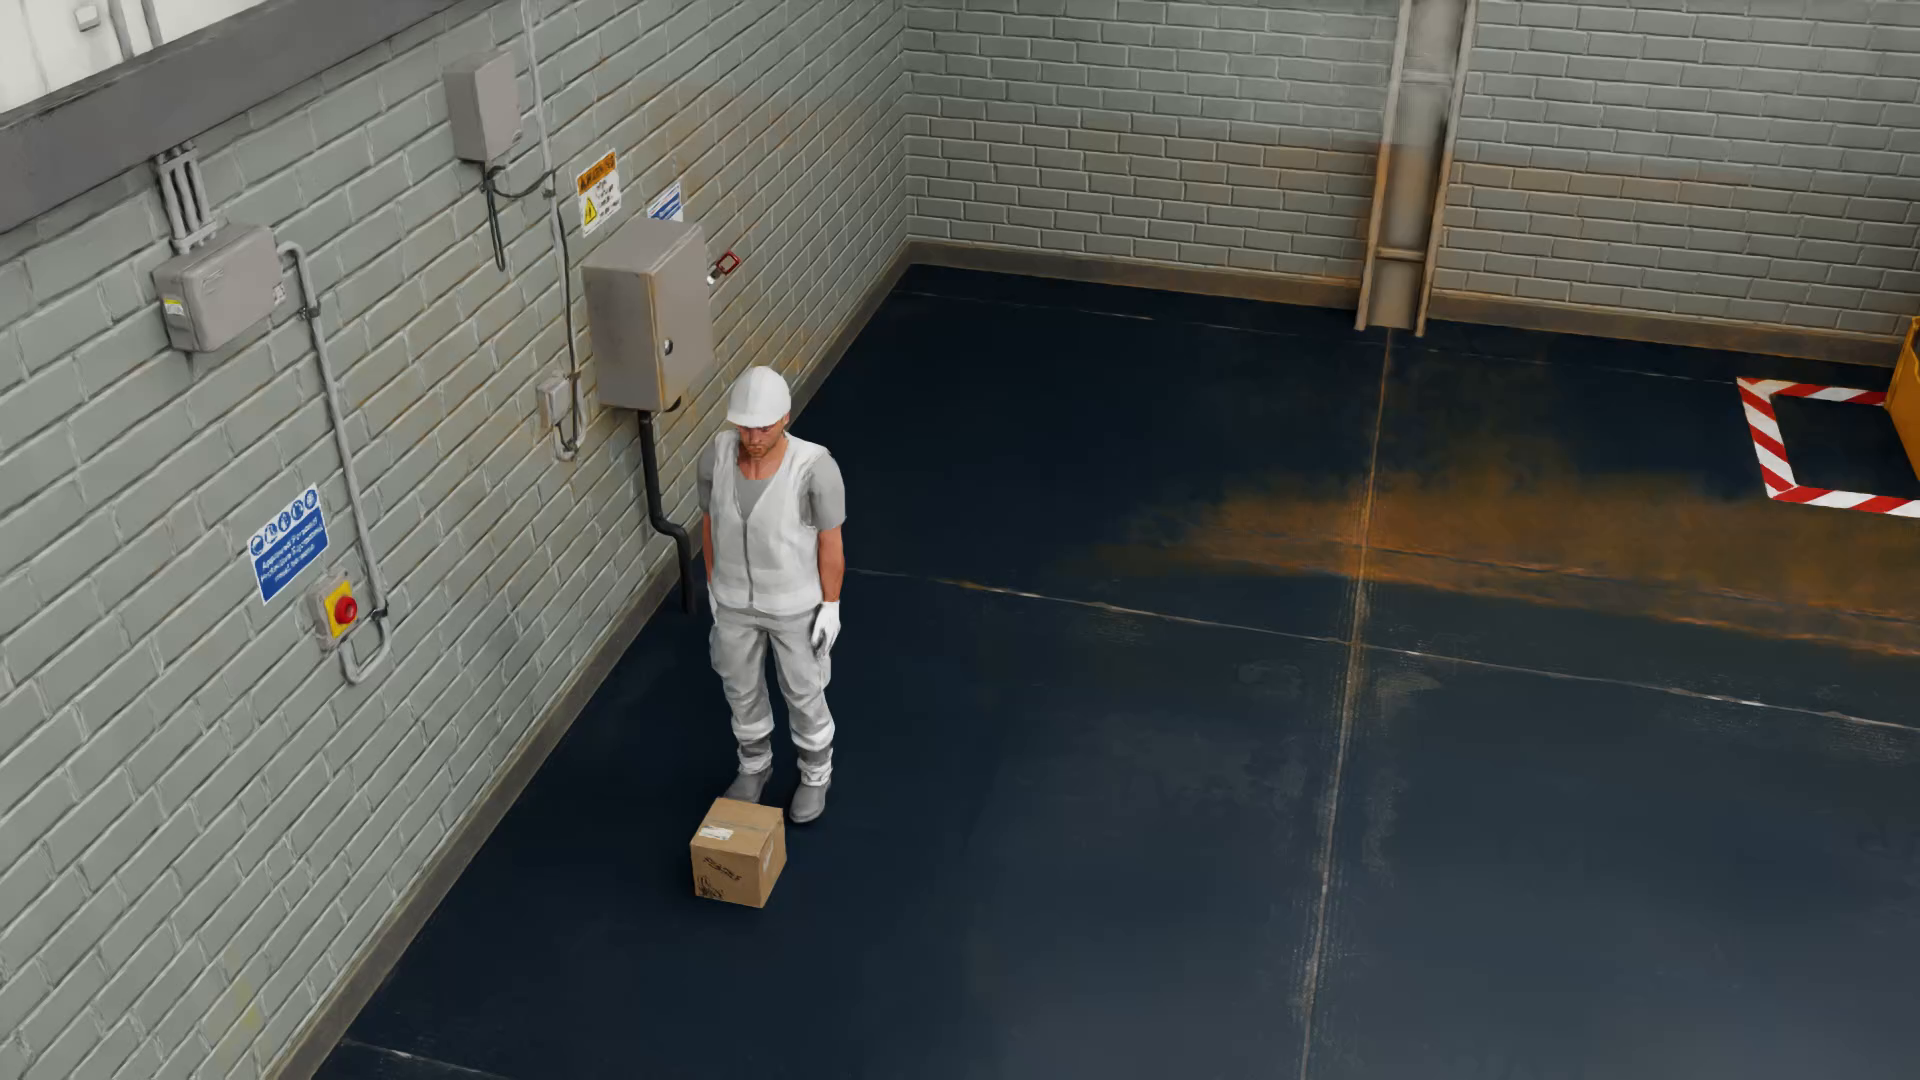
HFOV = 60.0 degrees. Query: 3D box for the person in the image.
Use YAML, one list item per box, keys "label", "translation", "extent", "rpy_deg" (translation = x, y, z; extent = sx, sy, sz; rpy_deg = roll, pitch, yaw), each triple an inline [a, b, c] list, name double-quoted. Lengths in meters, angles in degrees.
- label: "person"
  translation: [-0.652, 0.209, 5.791]
  extent: [0.526, 1.783, 0.346]
  rpy_deg: [9, 34, 13]
